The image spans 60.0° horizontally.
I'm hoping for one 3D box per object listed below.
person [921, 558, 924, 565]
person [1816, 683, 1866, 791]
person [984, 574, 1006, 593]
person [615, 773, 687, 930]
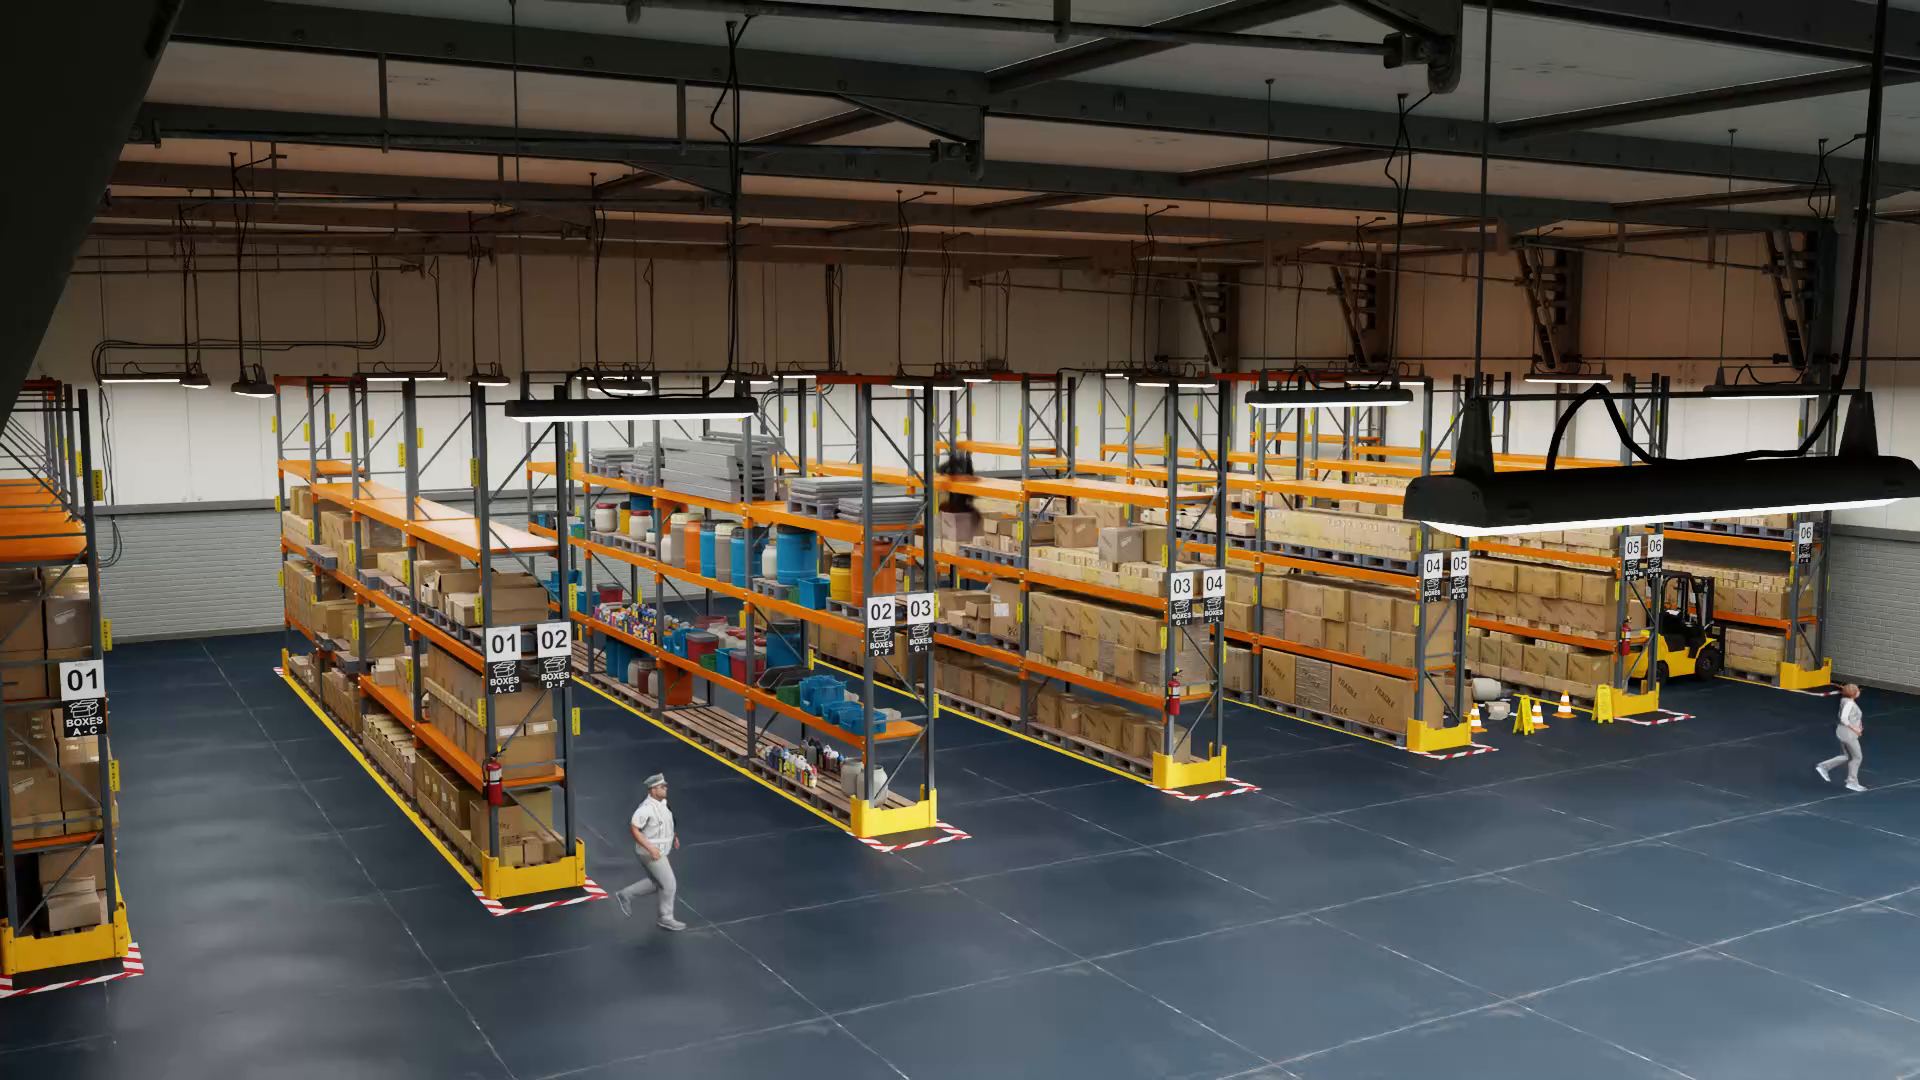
[{"bbox_3d":[-0.817,0.961,41.835,0.741,1.622,0.604,-5,8,-36],"label":"person"},{"bbox_3d":[12.976,2.888,24.403,0.675,1.589,0.550,2,7,17],"label":"person"},{"bbox_3d":[0.880,1.528,35.633,0.655,1.829,0.840,-4,7,-29],"label":"person"},{"bbox_3d":[-3.463,3.452,18.503,0.837,1.764,0.653,0,6,4],"label":"person"}]
